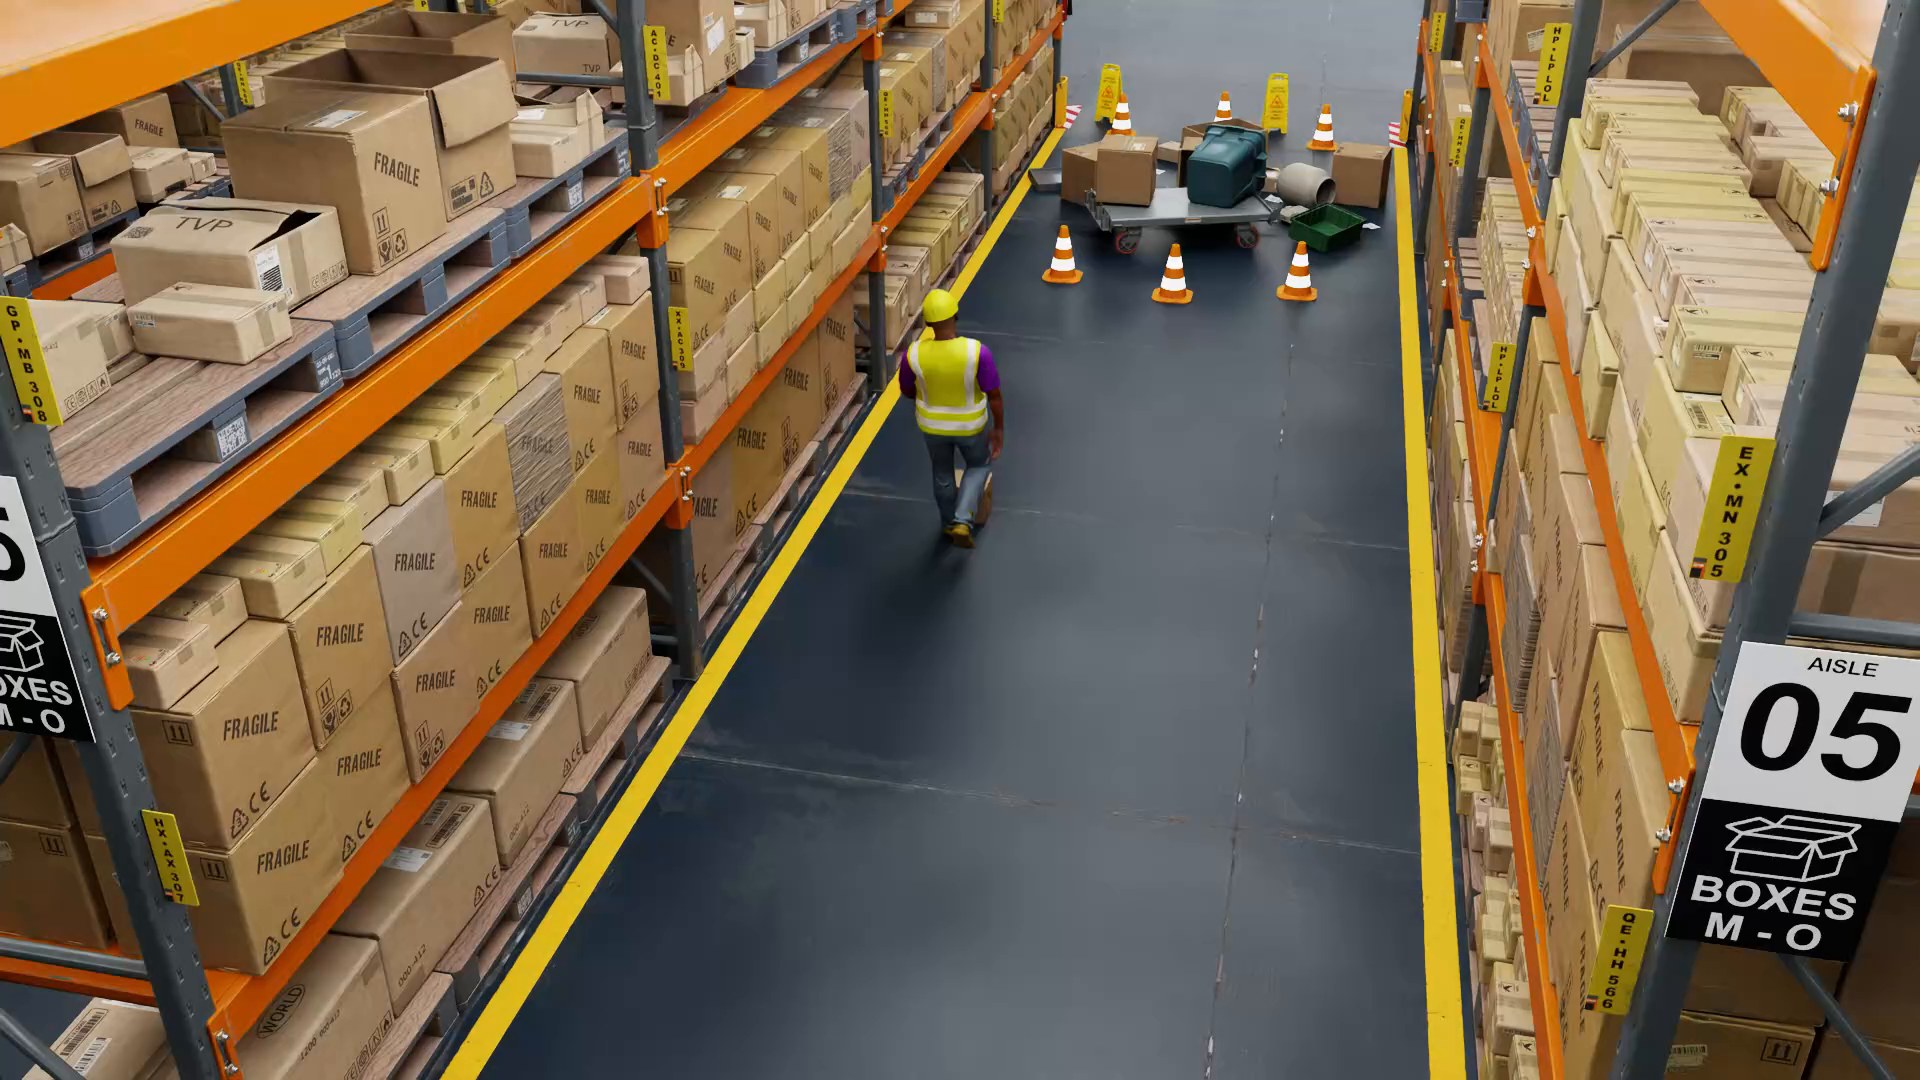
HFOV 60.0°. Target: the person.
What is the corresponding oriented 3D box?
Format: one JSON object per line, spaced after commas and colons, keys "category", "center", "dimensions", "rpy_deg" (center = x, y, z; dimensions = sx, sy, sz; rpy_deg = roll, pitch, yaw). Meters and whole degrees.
{"category": "person", "center": [-0.031, -0.747, 9.984], "dimensions": [0.636, 1.722, 0.761], "rpy_deg": [3, 29, 6]}
